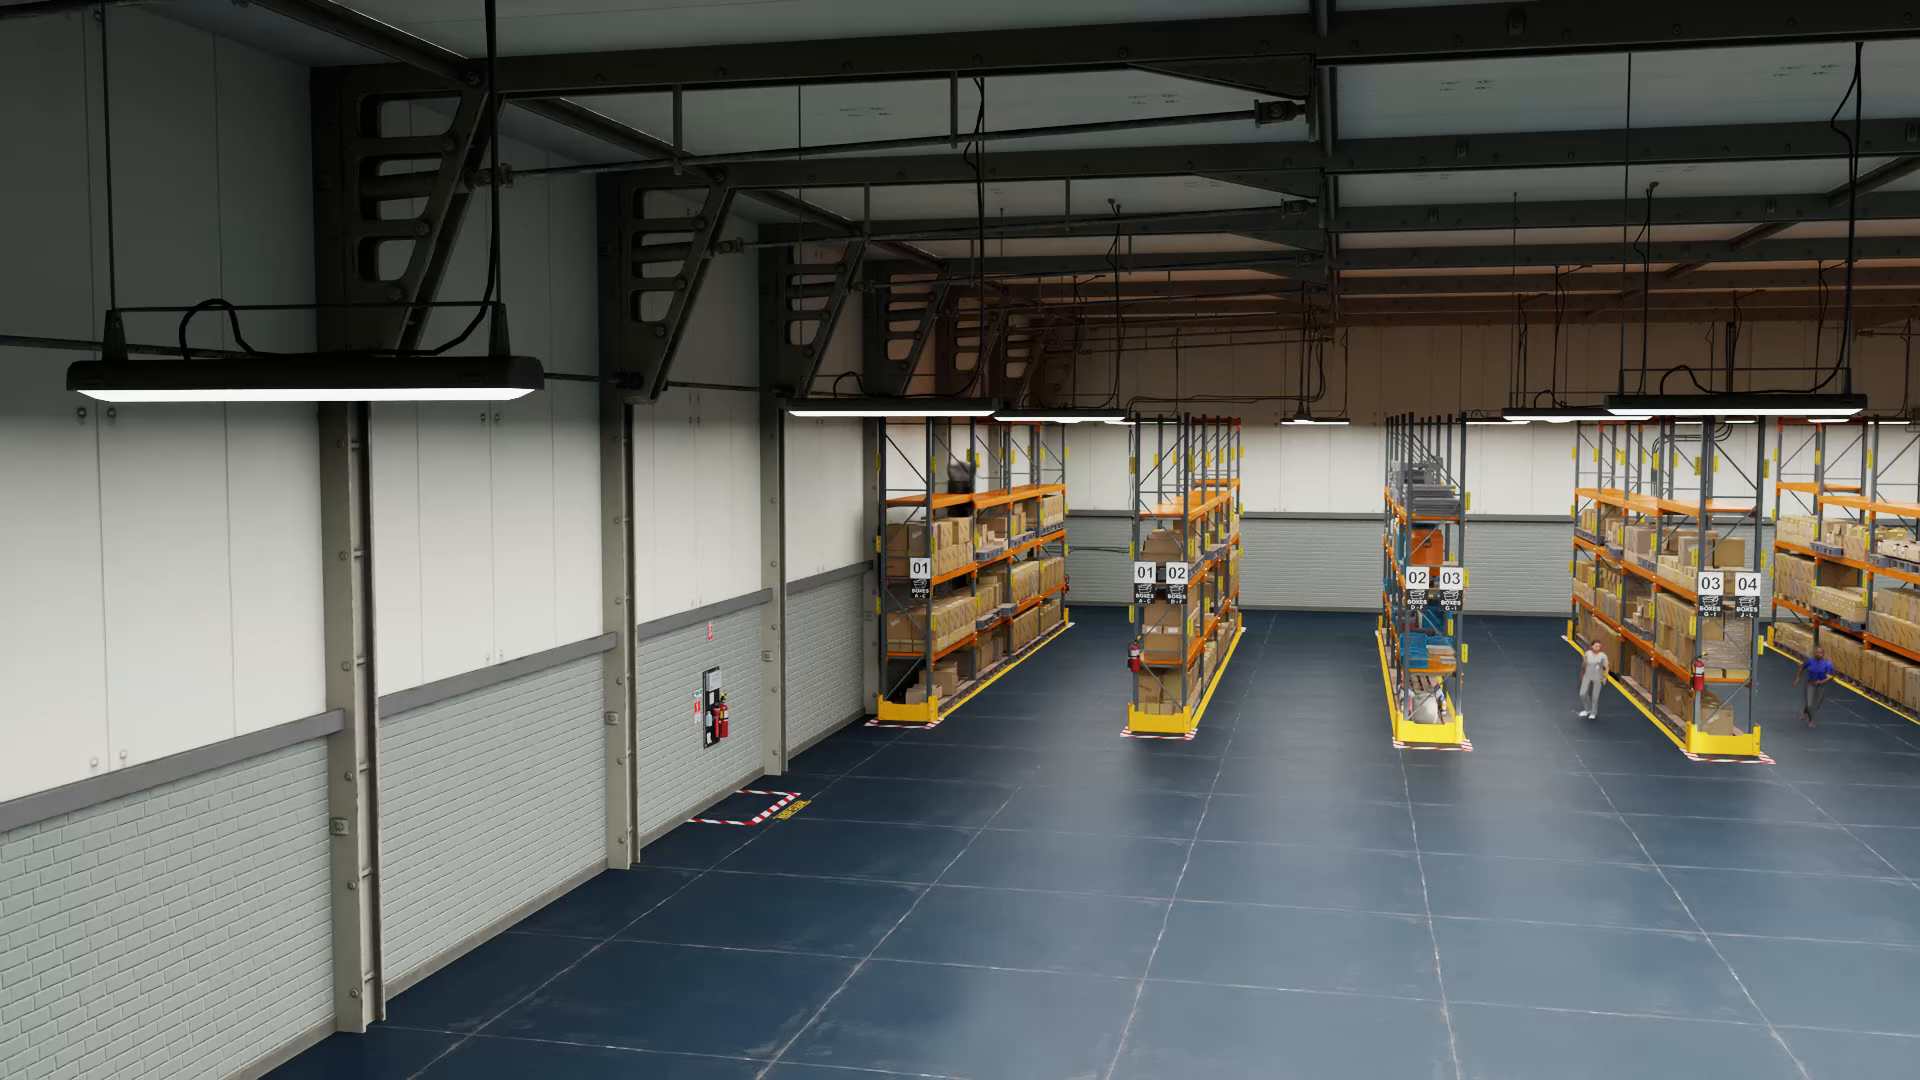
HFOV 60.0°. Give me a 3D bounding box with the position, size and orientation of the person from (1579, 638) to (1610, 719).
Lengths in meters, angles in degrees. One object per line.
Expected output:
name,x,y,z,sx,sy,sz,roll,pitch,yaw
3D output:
person,12.361,2.711,32.415,0.572,1.622,0.659,2,4,28

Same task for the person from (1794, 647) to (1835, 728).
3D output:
person,16.364,2.813,31.875,0.689,1.584,0.578,2,4,25

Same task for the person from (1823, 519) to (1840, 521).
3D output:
person,23.957,1.539,36.508,5.390,3.456,9.925,0,4,2
